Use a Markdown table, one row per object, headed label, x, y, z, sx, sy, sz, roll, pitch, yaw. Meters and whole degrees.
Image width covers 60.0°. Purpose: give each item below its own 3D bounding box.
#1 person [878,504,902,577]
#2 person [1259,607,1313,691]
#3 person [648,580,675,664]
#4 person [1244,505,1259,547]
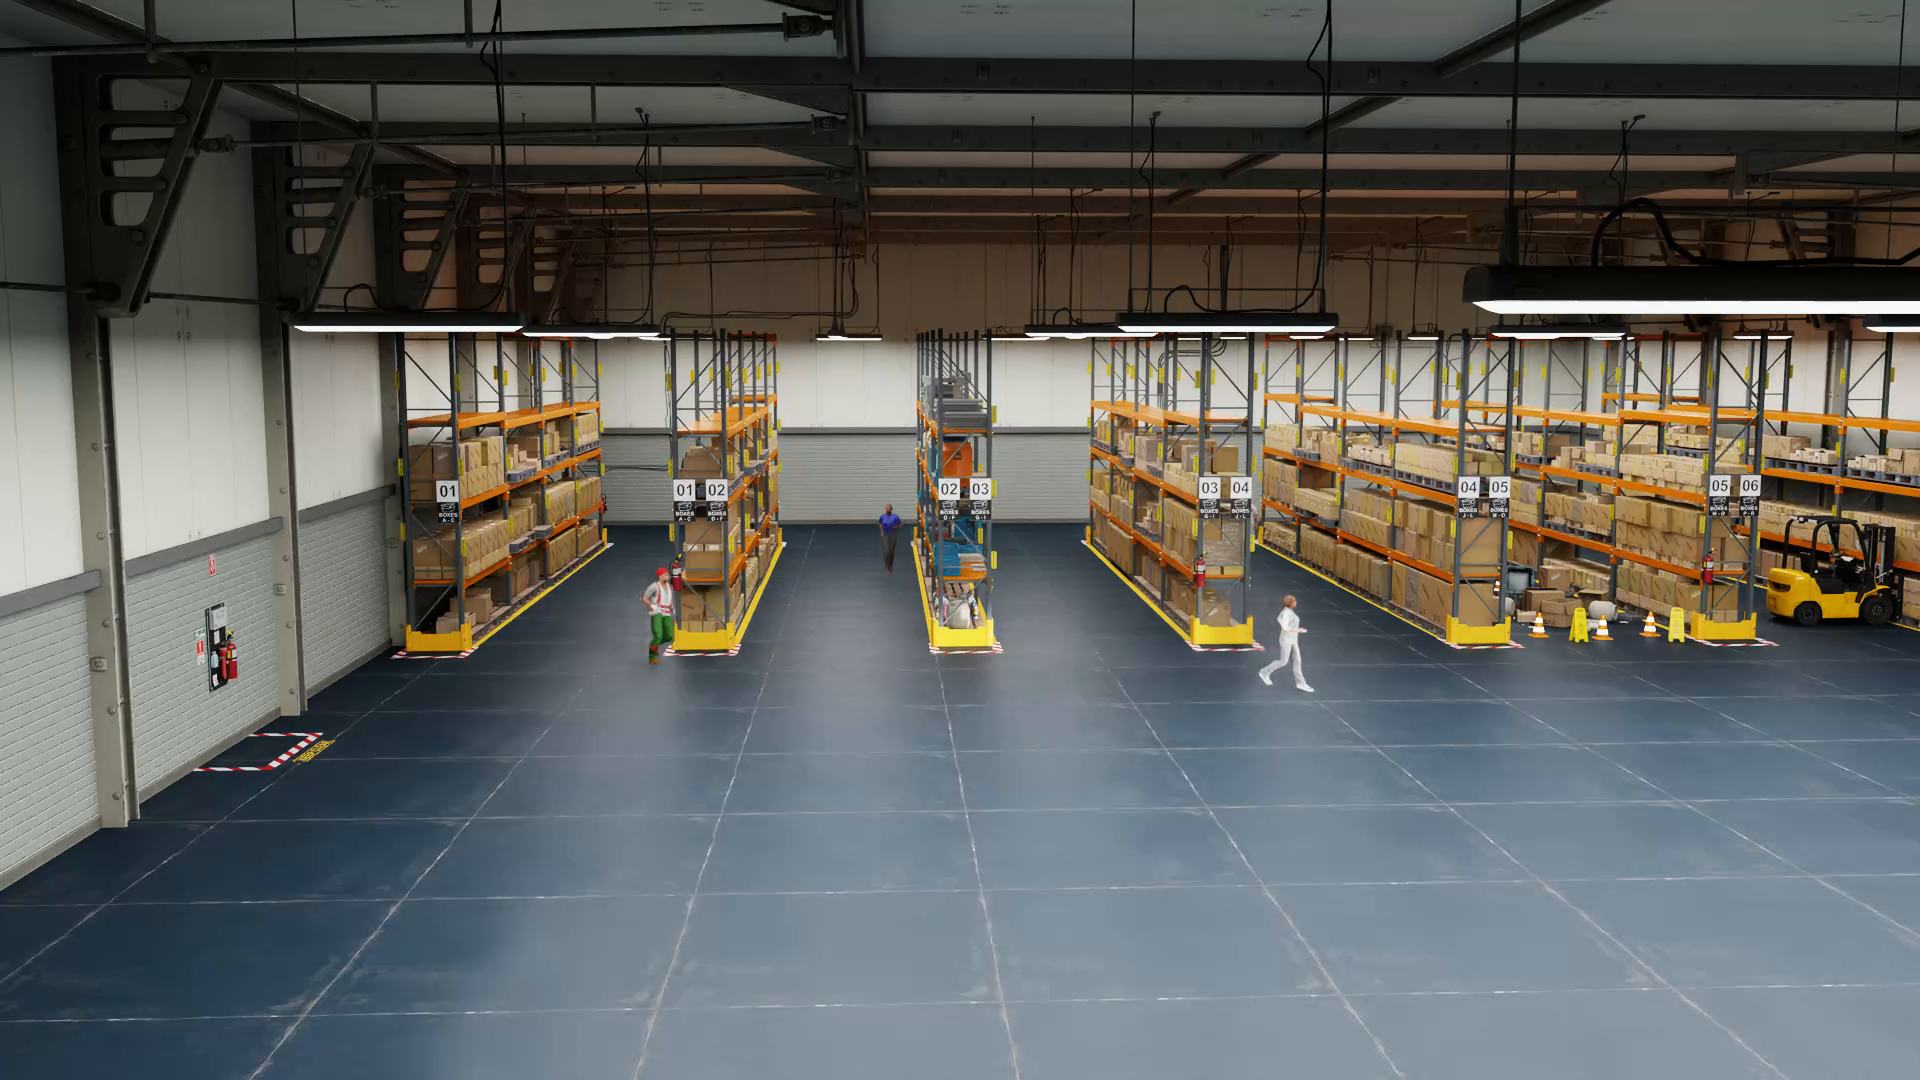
| label | x | y | z | sx | sy | sz | roll | pitch | yaw |
| --- | --- | --- | --- | --- | --- | --- | --- | --- | --- |
| person | -1.642 | -0.007 | 39.285 | 0.562 | 1.688 | 0.816 | 0 | 7 | -4 |
| person | 5.389 | 1.797 | 27.435 | 0.895 | 1.374 | 0.346 | 3 | 7 | 25 |
| person | -5.439 | 1.464 | 30.062 | 0.577 | 1.472 | 0.509 | 6 | 9 | 43 |
| person | 7.591 | -0.335 | 43.976 | 0.667 | 1.605 | 0.554 | 1 | 7 | 5 |
